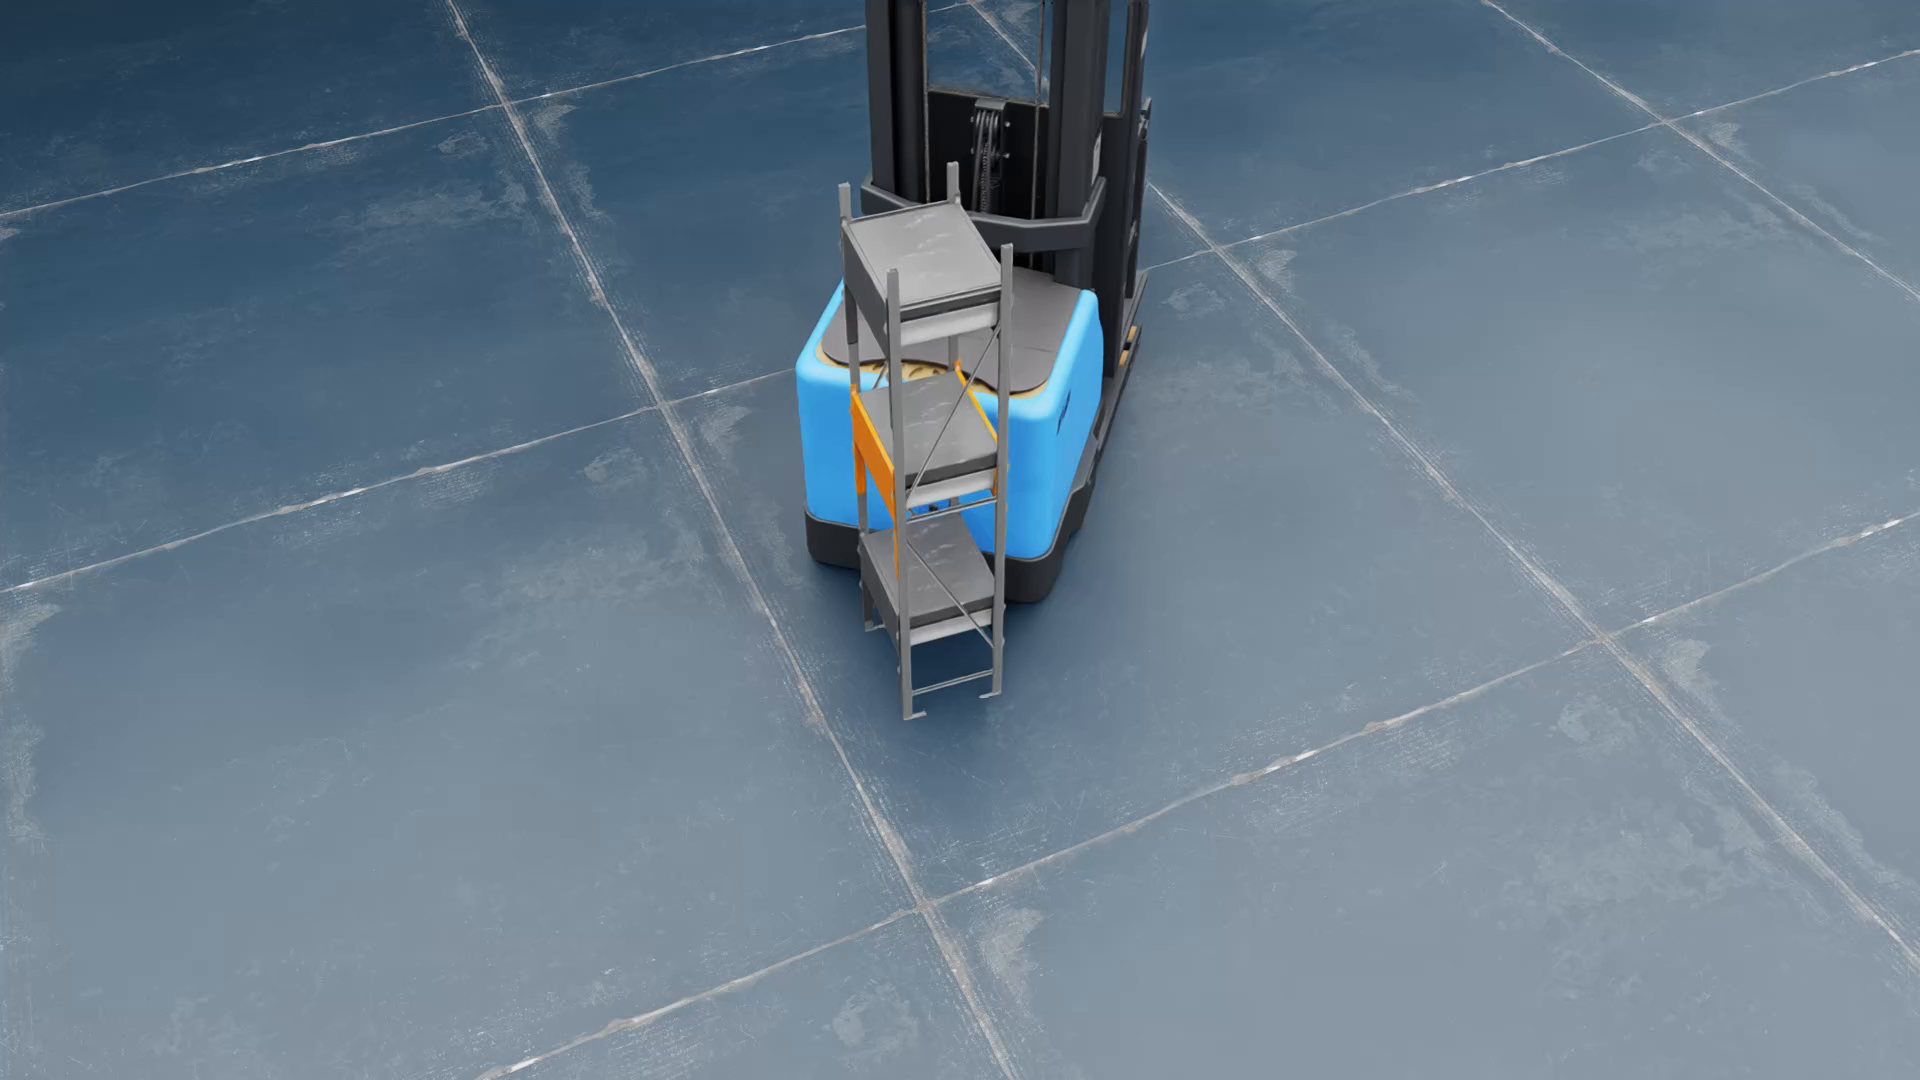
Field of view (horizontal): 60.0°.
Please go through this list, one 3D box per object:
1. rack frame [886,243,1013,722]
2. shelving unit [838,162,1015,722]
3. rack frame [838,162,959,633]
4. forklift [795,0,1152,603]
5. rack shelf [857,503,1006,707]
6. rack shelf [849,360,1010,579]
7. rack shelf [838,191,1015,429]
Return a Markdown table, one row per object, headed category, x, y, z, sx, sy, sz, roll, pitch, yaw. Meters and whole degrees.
| category | x | y | z | sx | sy | sz | roll | pitch | yaw |
| --- | --- | --- | --- | --- | --- | --- | --- | --- | --- |
| rack frame | -0.029 | -0.100 | 5.725 | 0.400 | 2.100 | 0.015 | -14 | 46 | -14 |
| shelving unit | -0.112 | -0.261 | 5.888 | 0.431 | 2.100 | 0.503 | -14 | 46 | -14 |
| rack frame | -0.195 | -0.422 | 6.051 | 0.400 | 2.100 | 0.015 | -14 | 46 | -14 |
| forklift | 0.245 | -1.843 | 6.900 | 1.130 | 2.935 | 3.031 | 11 | 46 | 11 |
| rack shelf | -0.112 | 0.247 | 6.389 | 0.431 | 0.518 | 0.480 | -14 | 46 | -14 |
| rack shelf | -0.112 | -0.251 | 5.898 | 0.431 | 0.518 | 0.480 | -14 | 46 | -14 |
| rack shelf | -0.112 | -0.749 | 5.406 | 0.431 | 0.518 | 0.480 | -14 | 46 | -14 |
